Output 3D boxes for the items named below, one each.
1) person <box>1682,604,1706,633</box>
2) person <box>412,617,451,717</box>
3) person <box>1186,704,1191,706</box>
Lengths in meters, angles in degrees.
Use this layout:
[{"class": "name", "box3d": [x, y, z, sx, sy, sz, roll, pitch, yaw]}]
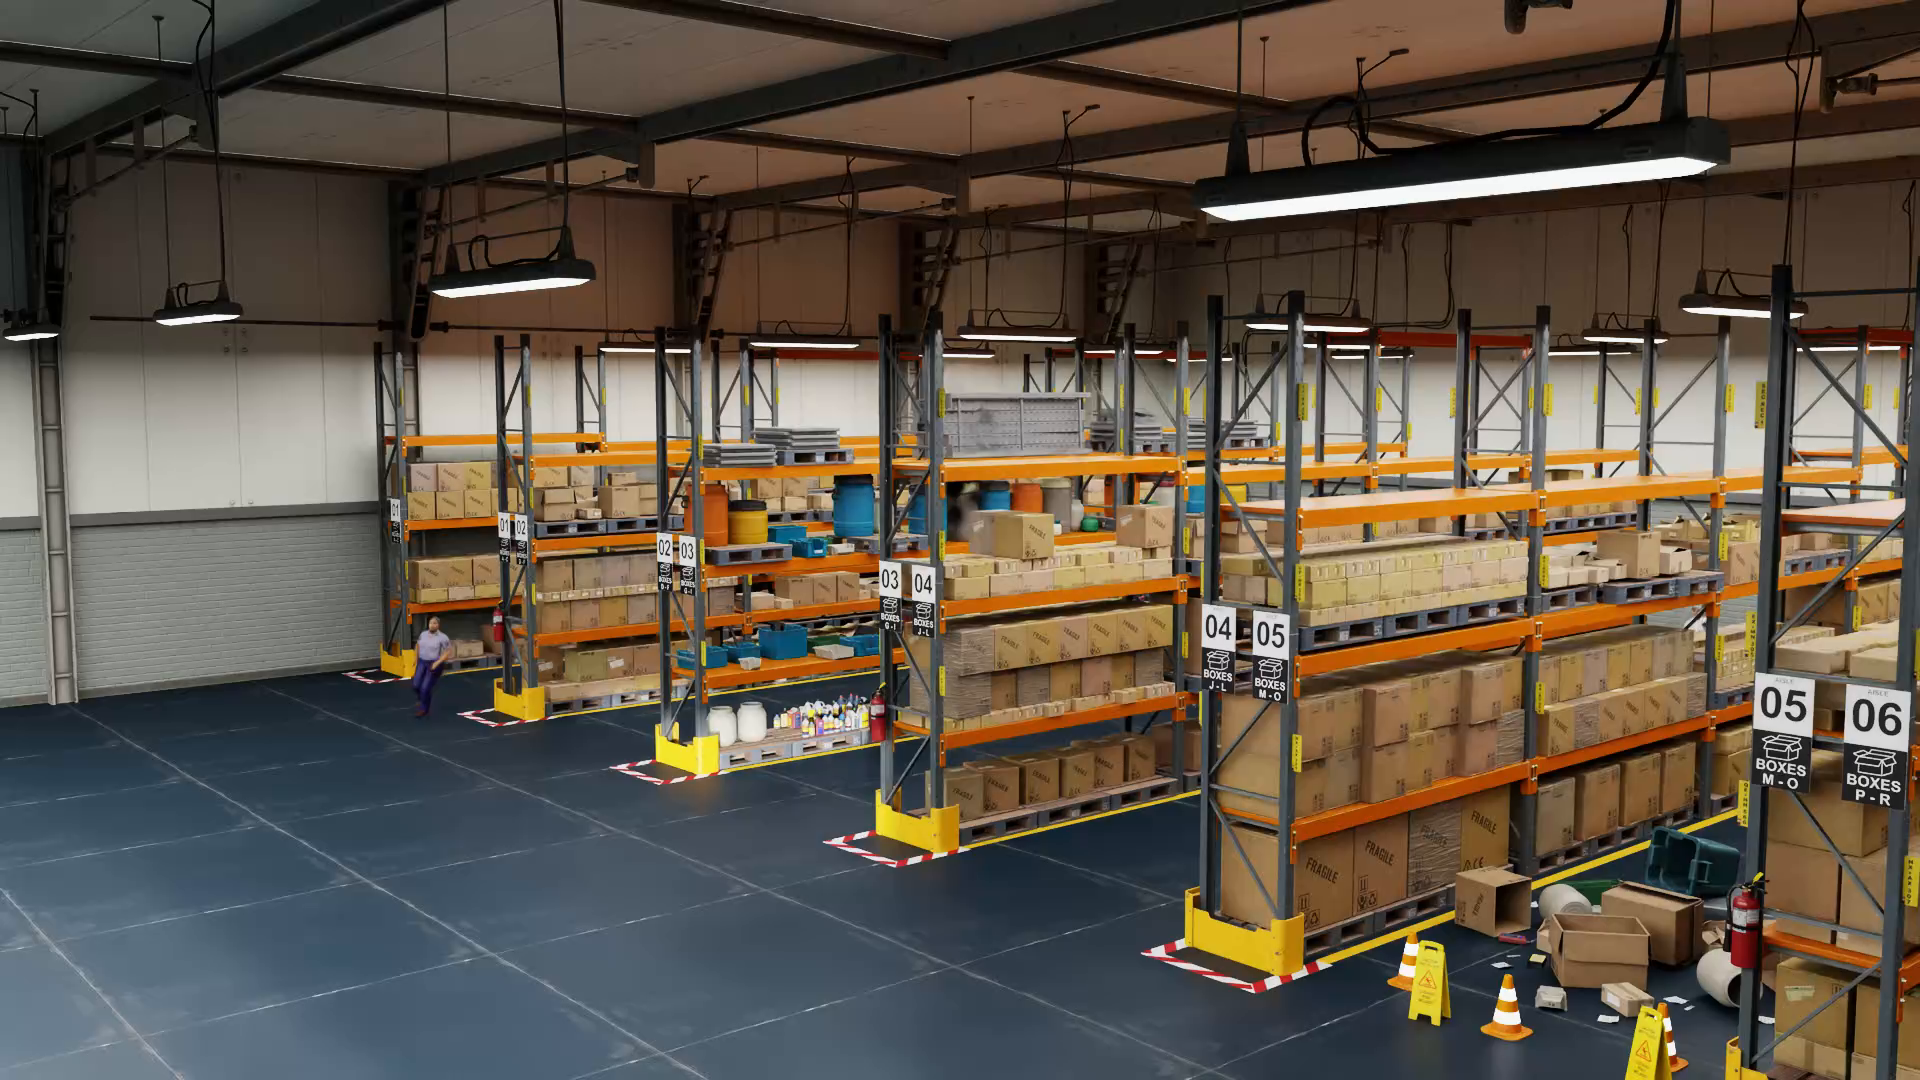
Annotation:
[{"class": "person", "box3d": [12.290, 1.840, 27.654, 0.620, 1.638, 0.510, 4, 7, 40]}, {"class": "person", "box3d": [-8.355, 2.005, 26.199, 0.644, 1.563, 0.512, 1, 5, 7]}, {"class": "person", "box3d": [3.685, 1.668, 25.979, 0.562, 1.734, 0.812, 5, 7, 44]}]
